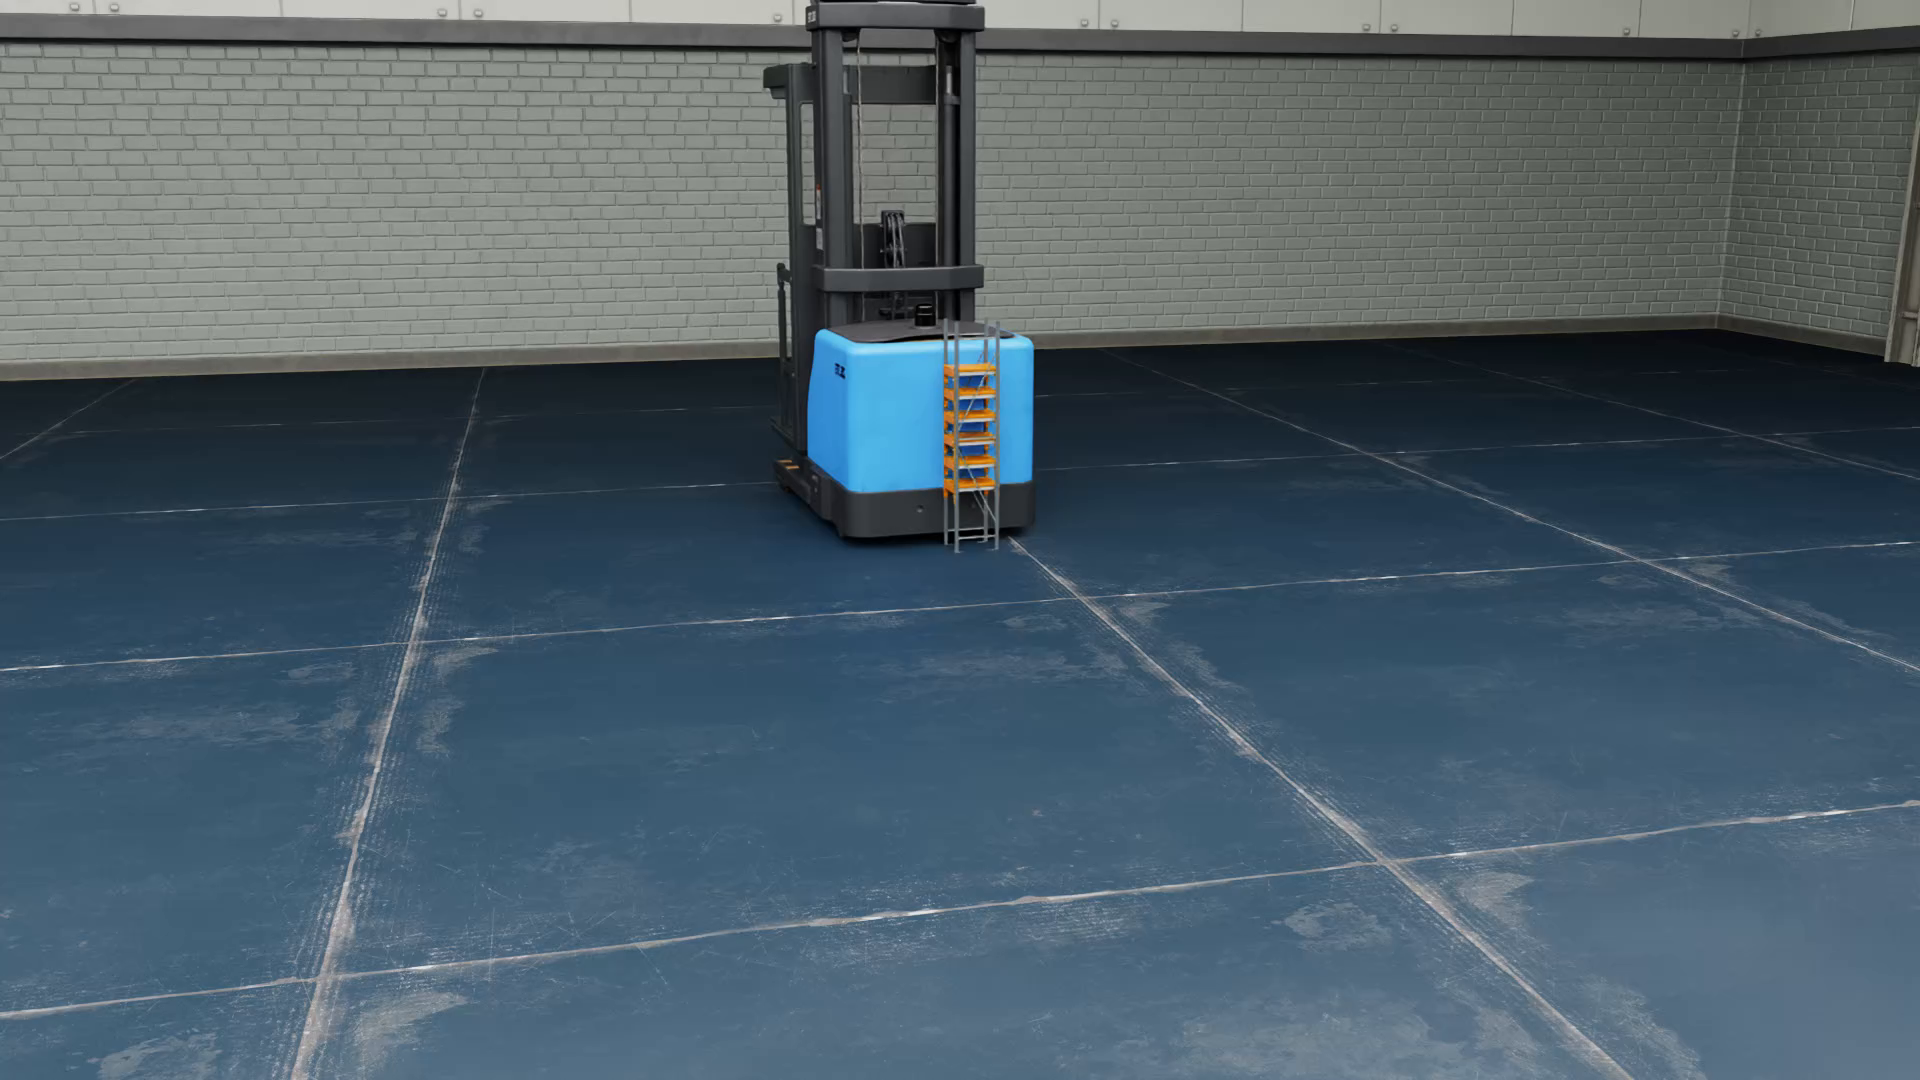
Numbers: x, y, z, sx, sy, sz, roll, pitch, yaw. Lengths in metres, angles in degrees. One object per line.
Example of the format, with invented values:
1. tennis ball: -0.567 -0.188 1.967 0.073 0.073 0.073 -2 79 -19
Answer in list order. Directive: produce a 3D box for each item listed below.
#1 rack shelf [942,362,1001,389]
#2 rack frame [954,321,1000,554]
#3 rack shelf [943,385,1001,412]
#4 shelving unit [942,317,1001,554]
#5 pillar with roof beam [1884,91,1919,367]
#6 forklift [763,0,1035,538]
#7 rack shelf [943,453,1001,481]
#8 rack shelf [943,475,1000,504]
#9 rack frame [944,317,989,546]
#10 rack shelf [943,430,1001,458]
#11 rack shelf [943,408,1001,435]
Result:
1. rack shelf: 0.060 -0.846 8.533 0.258 0.103 0.180 -4 14 -17
2. rack frame: 0.087 -0.519 8.523 0.240 1.200 0.006 -4 14 -17
3. rack shelf: 0.060 -0.730 8.561 0.258 0.103 0.180 -4 14 -17
4. shelving unit: 0.060 -0.540 8.607 0.258 1.200 0.189 -4 14 -17
5. pillar with roof beam: 4.868 -5.810 13.748 9.100 9.000 0.400 -3 14 -13
6. forklift: -0.523 -1.738 9.866 1.130 2.935 3.031 -4 14 -17
7. rack shelf: 0.060 -0.380 8.646 0.258 0.103 0.180 -4 14 -17
8. rack shelf: 0.060 -0.263 8.675 0.258 0.103 0.180 -4 14 -17
9. rack frame: 0.032 -0.560 8.692 0.240 1.200 0.006 -4 14 -17
10. rack shelf: 0.060 -0.496 8.618 0.258 0.103 0.180 -4 14 -17
11. rack shelf: 0.060 -0.613 8.590 0.258 0.103 0.180 -4 14 -17
